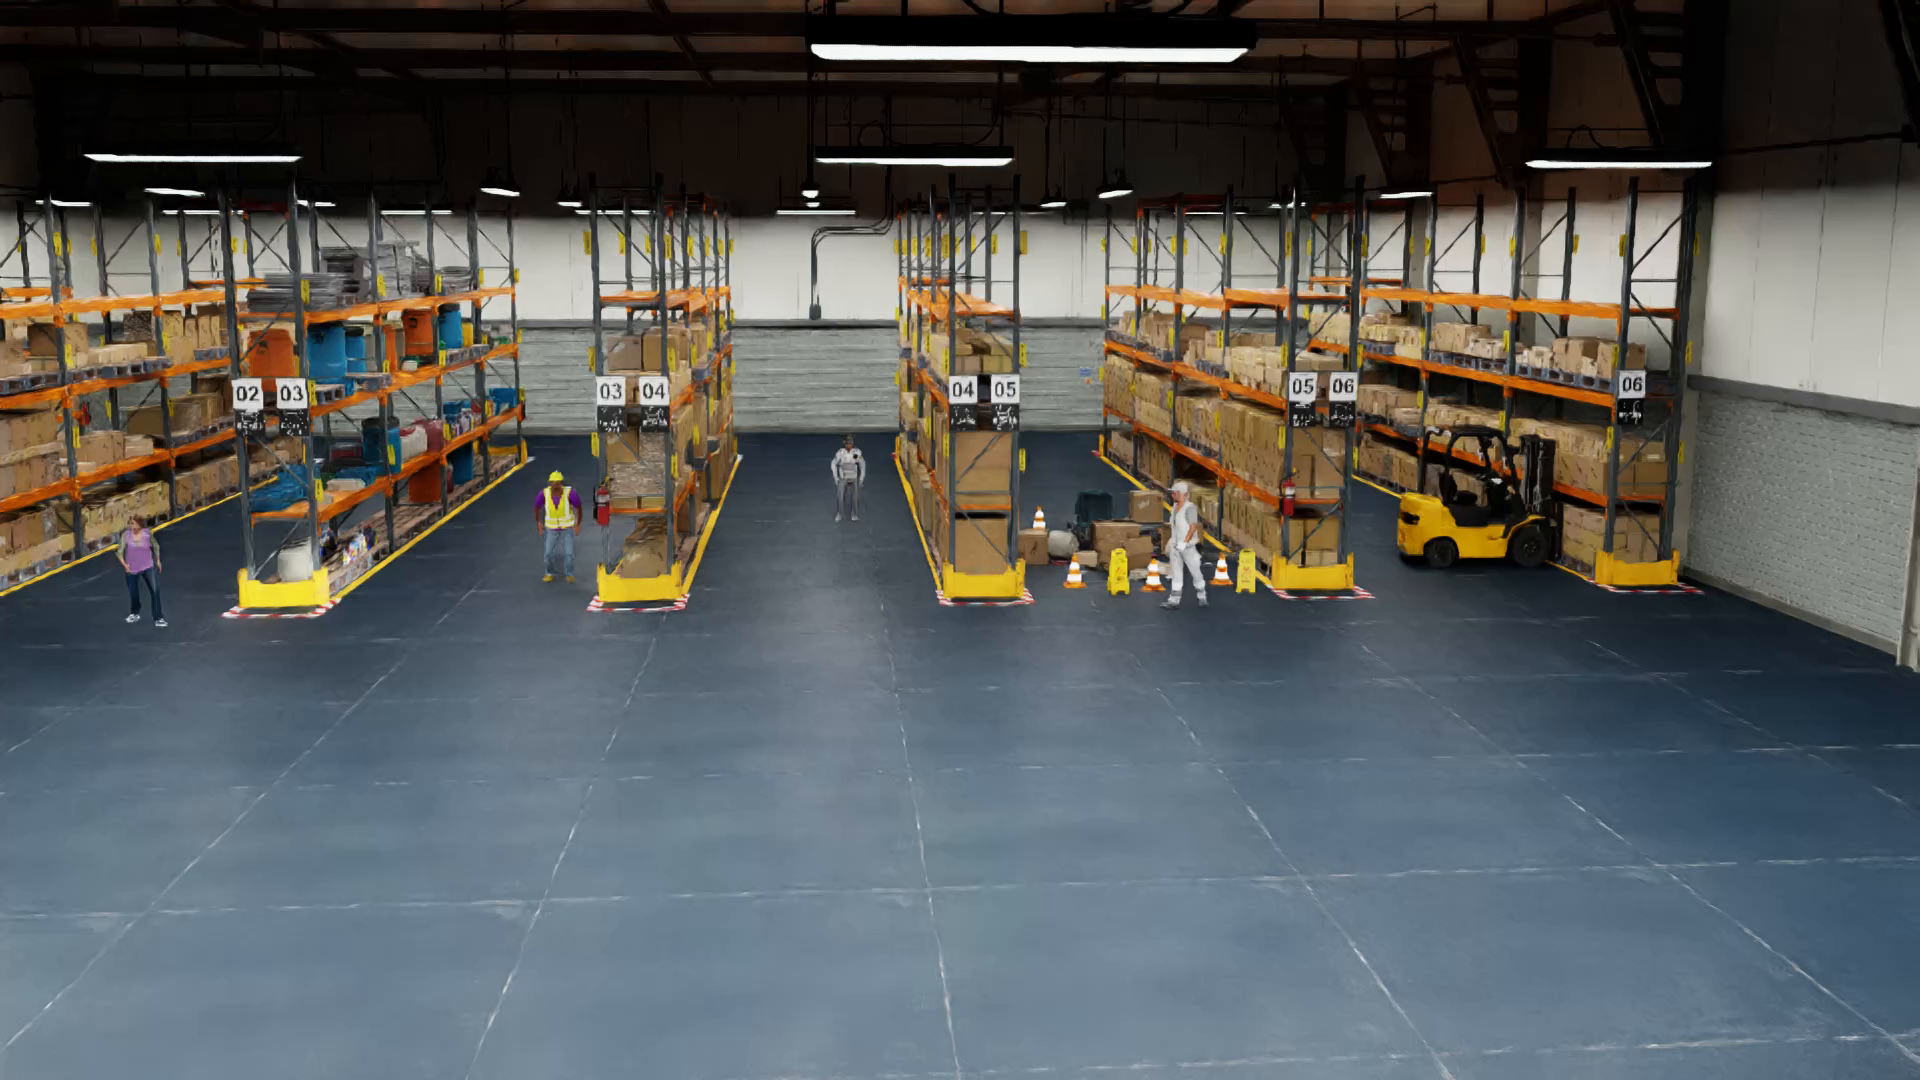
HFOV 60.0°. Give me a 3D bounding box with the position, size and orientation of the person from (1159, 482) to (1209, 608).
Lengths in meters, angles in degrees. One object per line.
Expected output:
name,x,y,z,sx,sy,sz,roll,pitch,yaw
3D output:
person,3.140,0.072,23.226,0.711,1.786,0.551,-7,12,-34

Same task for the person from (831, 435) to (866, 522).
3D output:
person,-2.043,-1.136,30.483,0.639,1.632,0.506,-1,10,-7

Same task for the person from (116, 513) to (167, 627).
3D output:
person,-10.891,0.373,22.114,0.554,1.525,0.786,-4,11,-22

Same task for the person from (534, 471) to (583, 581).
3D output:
person,-6.023,-0.200,24.951,0.719,1.714,0.578,-1,10,-5
